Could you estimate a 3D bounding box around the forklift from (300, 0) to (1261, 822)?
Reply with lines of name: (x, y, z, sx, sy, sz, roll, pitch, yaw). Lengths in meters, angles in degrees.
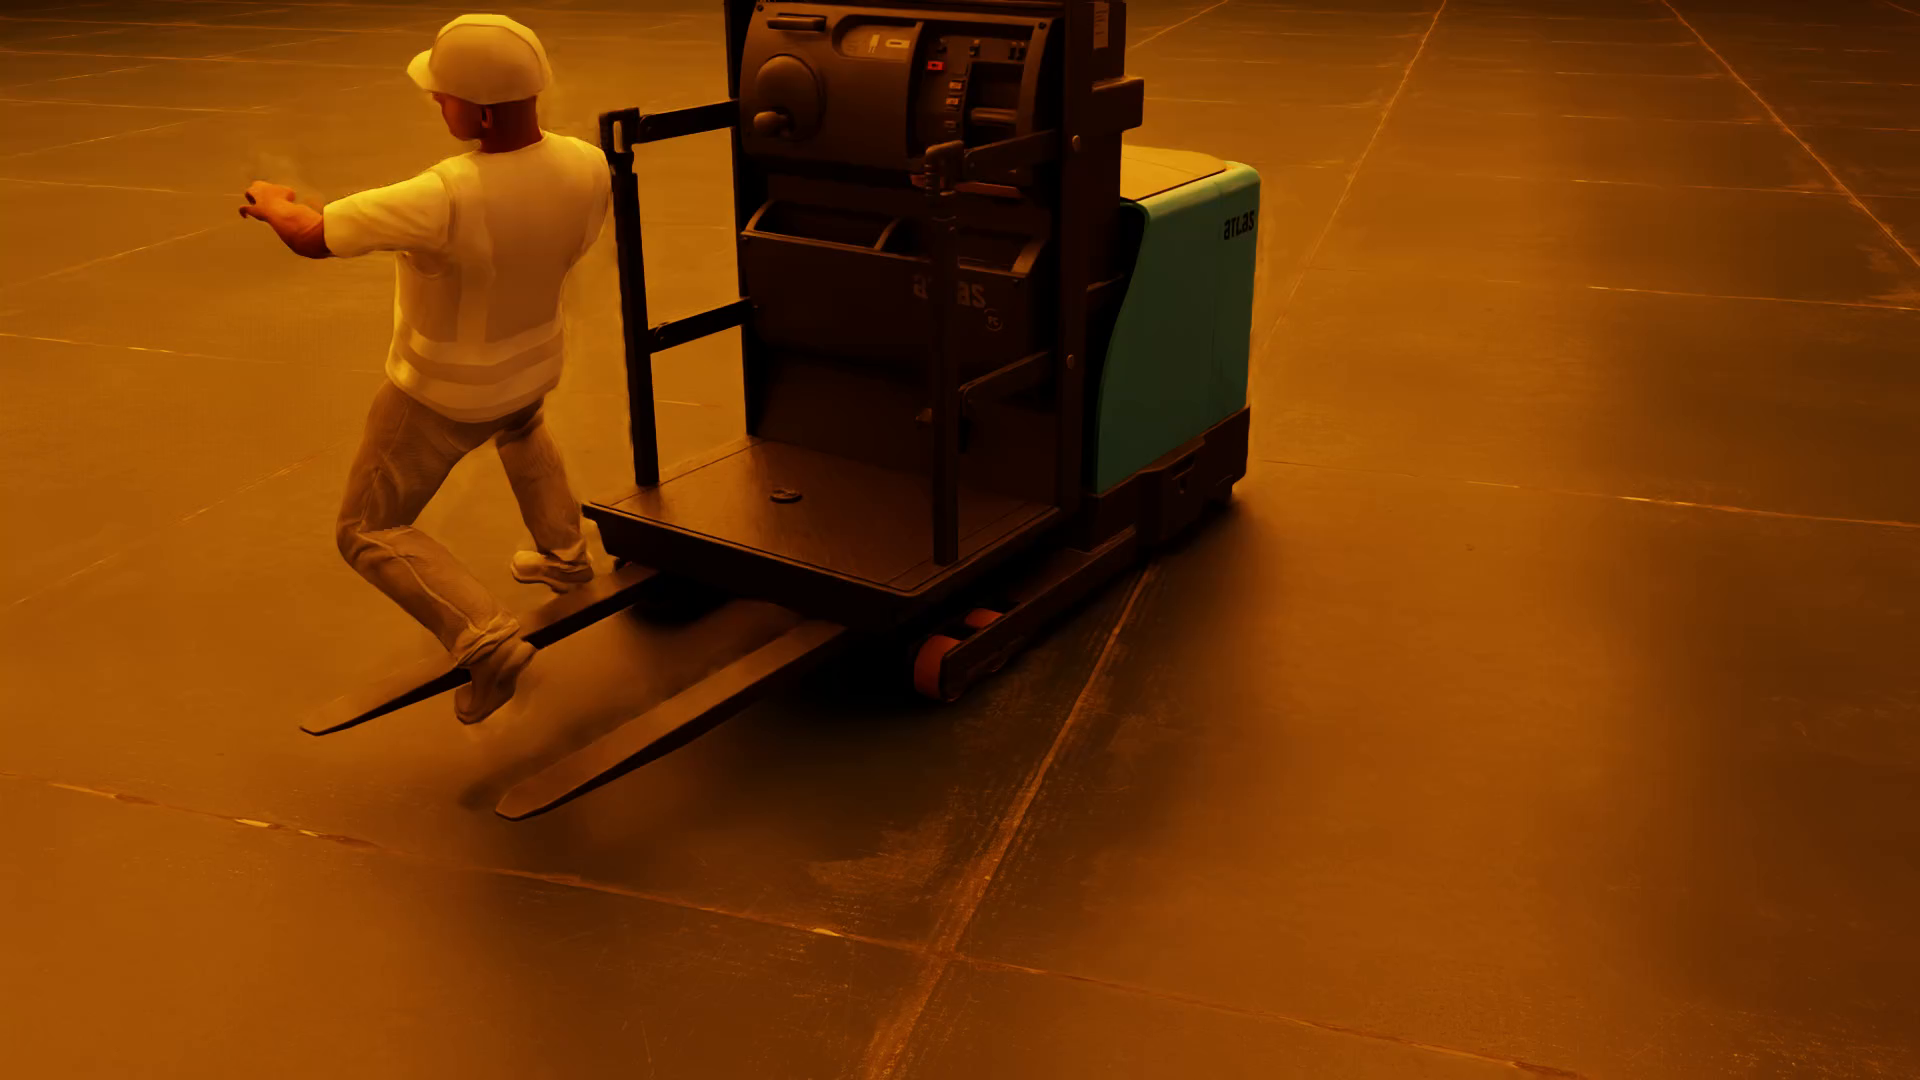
forklift: (-0.298, -1.157, 4.081, 1.130, 2.935, 3.031, 14, 26, 31)

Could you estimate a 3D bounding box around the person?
person: (-1.138, -0.475, 3.994, 0.822, 1.565, 0.958, 12, 25, 26)
